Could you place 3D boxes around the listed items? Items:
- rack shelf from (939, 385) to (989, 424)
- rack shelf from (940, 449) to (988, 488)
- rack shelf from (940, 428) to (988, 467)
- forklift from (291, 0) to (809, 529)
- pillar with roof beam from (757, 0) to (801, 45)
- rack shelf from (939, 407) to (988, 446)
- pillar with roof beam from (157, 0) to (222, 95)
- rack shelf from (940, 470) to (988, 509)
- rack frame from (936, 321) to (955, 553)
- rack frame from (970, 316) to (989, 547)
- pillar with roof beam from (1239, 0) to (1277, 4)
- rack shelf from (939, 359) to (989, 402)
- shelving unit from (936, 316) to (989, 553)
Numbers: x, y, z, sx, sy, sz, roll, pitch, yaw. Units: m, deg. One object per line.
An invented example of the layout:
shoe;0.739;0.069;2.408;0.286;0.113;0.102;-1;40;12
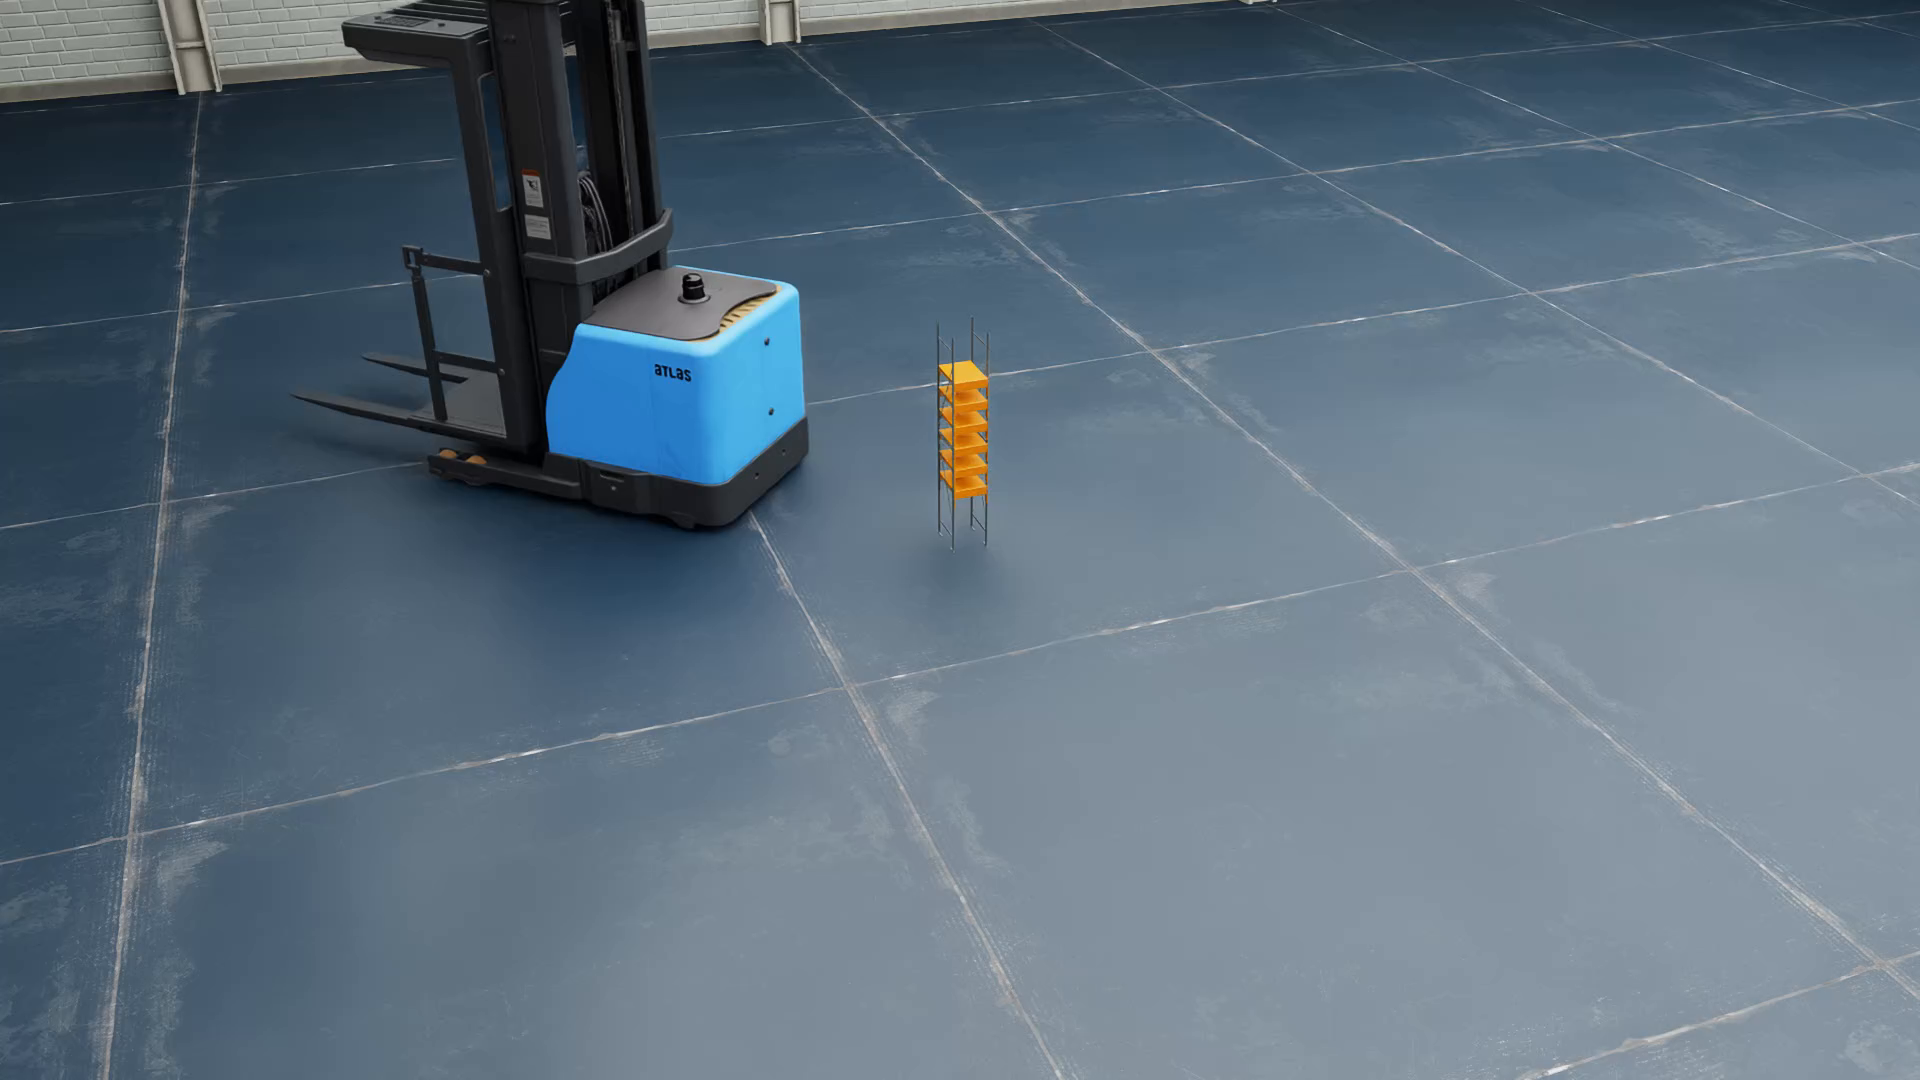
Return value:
rack shelf;0.014;-0.694;8.361;0.180;0.103;0.258;-10;31;-18
rack shelf;0.014;-0.381;8.539;0.180;0.103;0.258;-10;31;-18
rack shelf;0.014;-0.485;8.479;0.180;0.103;0.258;-10;31;-18
forklift;-2.425;-1.799;8.946;3.031;2.935;1.130;12;32;20
pillar with roof beam;-0.498;-7.473;12.777;0.400;9.000;9.100;-10;31;-18
rack shelf;0.014;-0.589;8.420;0.180;0.103;0.258;-10;31;-18
pillar with roof beam;-6.121;-6.438;10.959;0.400;9.000;9.100;-10;31;-18
rack shelf;0.014;-0.277;8.598;0.180;0.103;0.258;-10;31;-18
rack frame;-0.072;-0.508;8.430;0.006;1.200;0.240;-10;31;-18
rack frame;0.099;-0.540;8.485;0.006;1.200;0.240;-10;31;-18
pillar with roof beam;5.126;-8.509;14.595;0.400;9.000;9.100;-10;31;-18
rack shelf;0.014;-0.798;8.301;0.180;0.103;0.258;-10;31;-18
shelving unit;0.014;-0.524;8.457;0.189;1.200;0.258;-10;31;-18
